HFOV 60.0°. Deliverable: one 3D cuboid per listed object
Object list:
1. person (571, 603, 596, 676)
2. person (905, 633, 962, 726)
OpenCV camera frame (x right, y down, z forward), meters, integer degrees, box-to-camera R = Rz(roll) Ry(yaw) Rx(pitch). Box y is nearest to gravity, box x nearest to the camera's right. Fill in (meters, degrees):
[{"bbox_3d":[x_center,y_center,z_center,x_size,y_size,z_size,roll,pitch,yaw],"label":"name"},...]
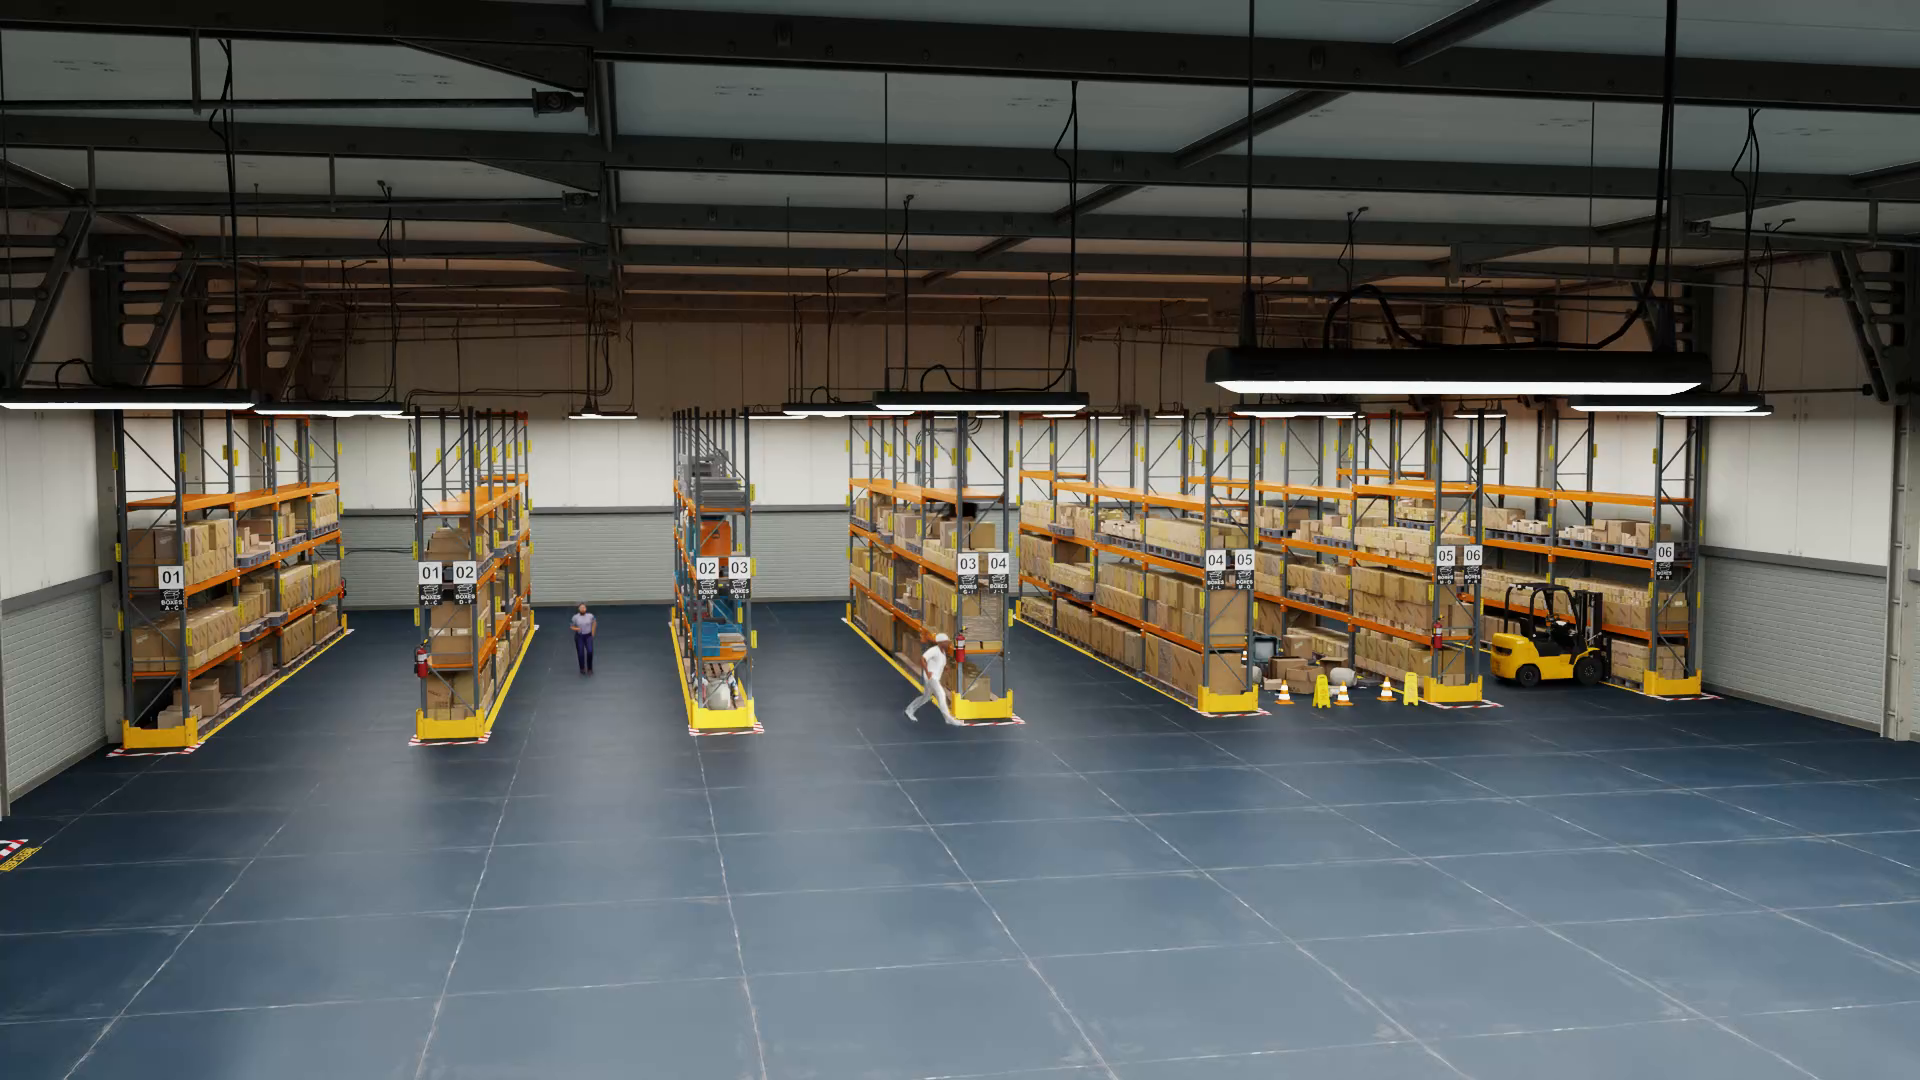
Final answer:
[{"bbox_3d":[-8.472,2.254,37.469,0.579,1.670,0.694,-1,4,-15],"label":"person"},{"bbox_3d":[-0.510,2.599,31.196,1.124,1.708,0.713,1,4,15],"label":"person"}]
